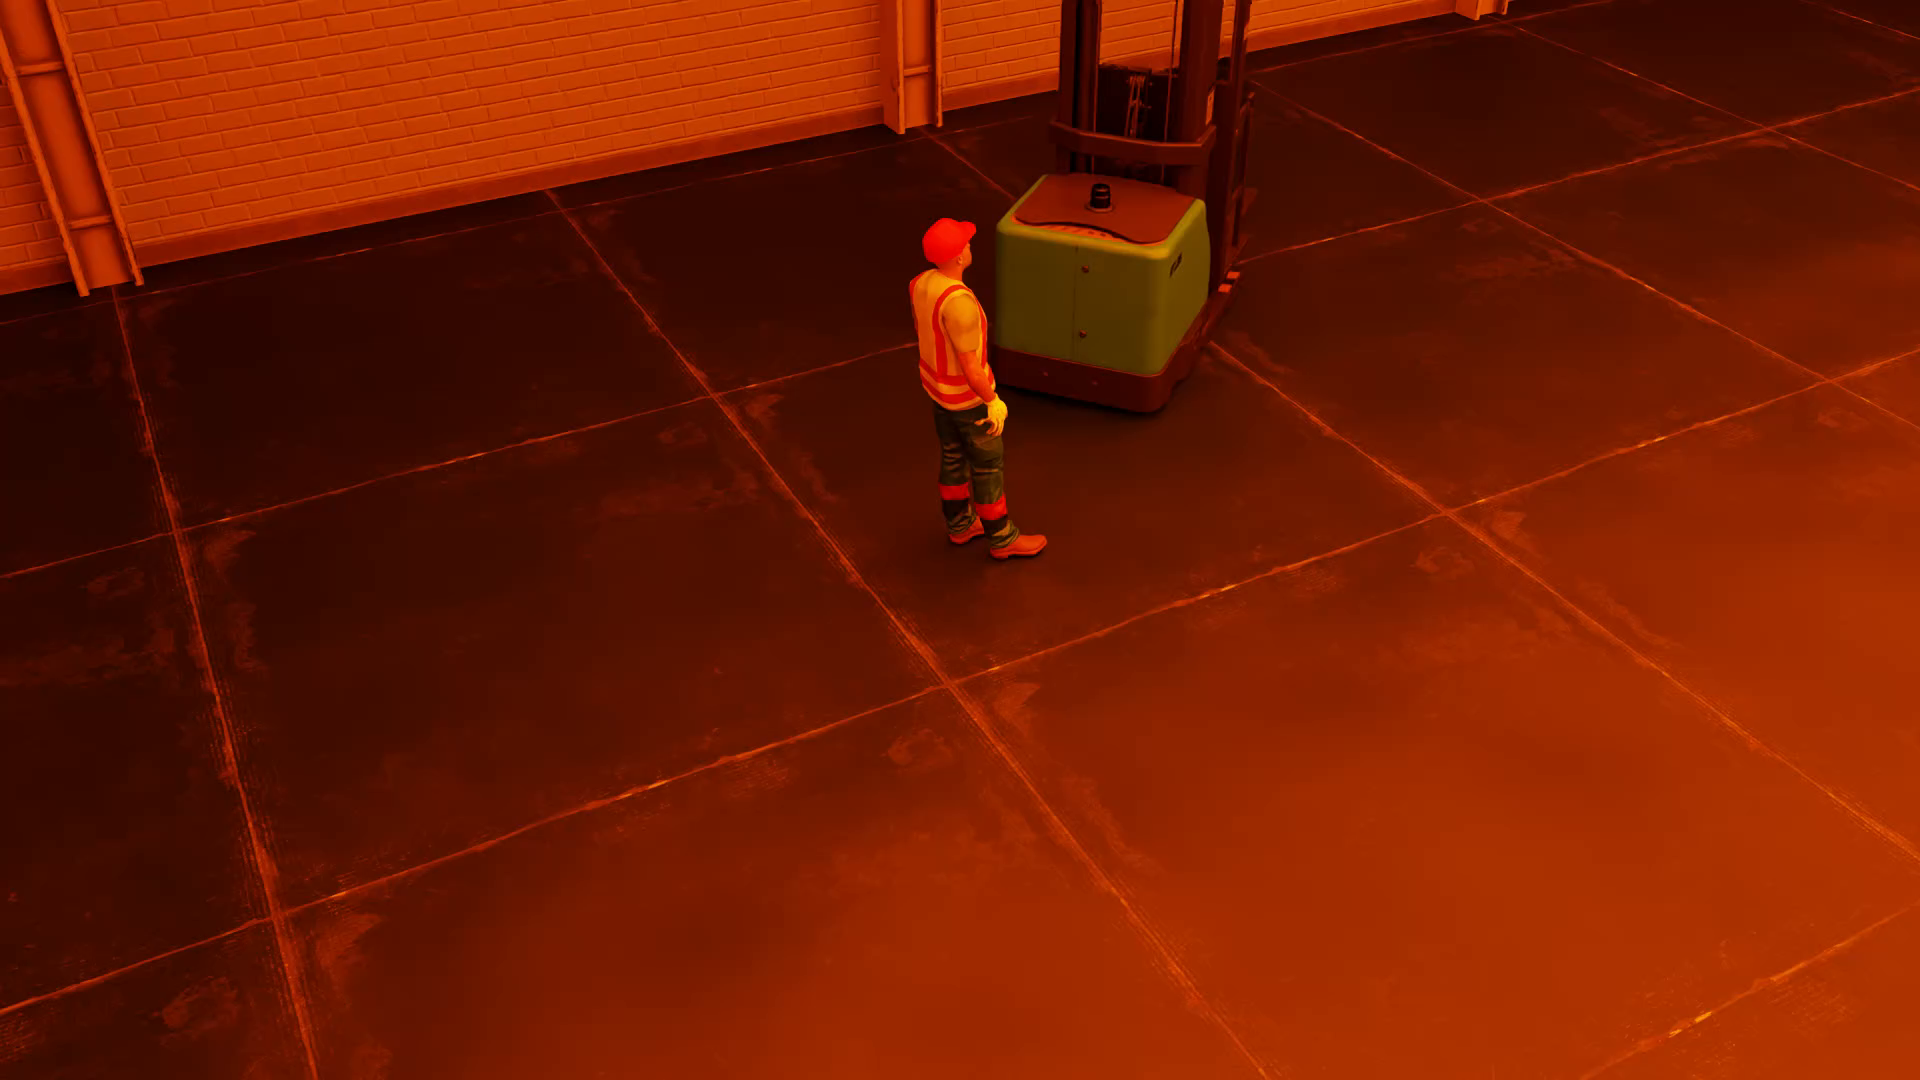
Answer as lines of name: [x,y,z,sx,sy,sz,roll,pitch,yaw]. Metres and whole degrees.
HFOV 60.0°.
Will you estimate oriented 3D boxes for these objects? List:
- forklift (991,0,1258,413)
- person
forklift: [1.220,-2.774,10.048,1.130,2.935,3.031,13,37,18]
person: [0.076,-0.753,8.165,0.562,1.789,0.638,-17,39,-23]
